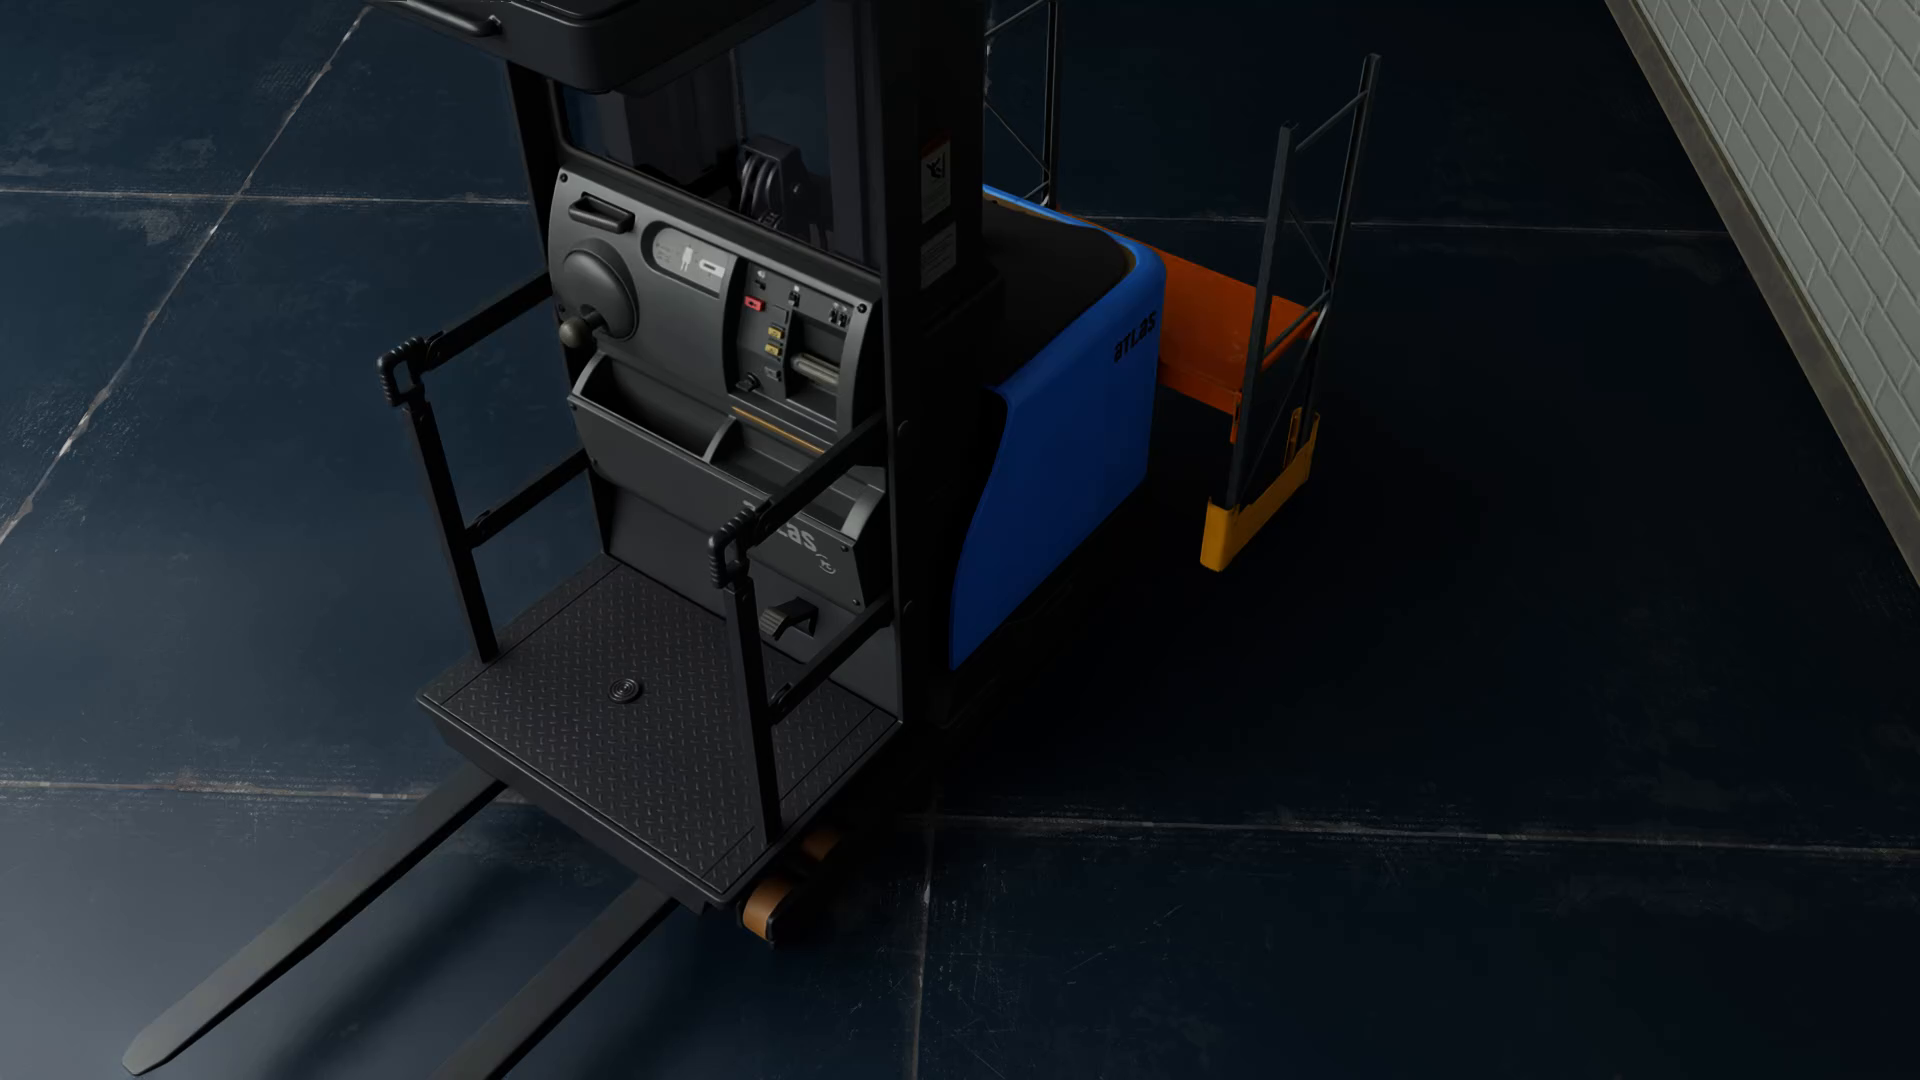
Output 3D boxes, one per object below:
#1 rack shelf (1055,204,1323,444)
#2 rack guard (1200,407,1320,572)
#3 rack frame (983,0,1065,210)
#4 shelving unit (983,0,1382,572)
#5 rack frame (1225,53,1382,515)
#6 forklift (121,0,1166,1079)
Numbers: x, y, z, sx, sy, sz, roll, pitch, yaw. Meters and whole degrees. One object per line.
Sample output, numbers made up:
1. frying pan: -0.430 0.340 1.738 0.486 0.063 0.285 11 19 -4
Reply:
1. rack shelf: 0.558 -0.692 5.156 1.000 0.185 0.538 27 49 26
2. rack guard: 0.948 -0.165 5.243 0.087 0.250 0.587 27 49 26
3. rack frame: 0.153 -1.032 5.258 0.032 1.500 0.500 27 49 26
4. shelving unit: 0.551 -0.827 5.037 1.083 1.500 0.587 27 49 26
5. rack frame: 0.963 -0.614 4.809 0.032 1.500 0.500 27 49 26
6. forklift: -0.697 -0.451 3.584 1.130 2.935 3.031 27 49 26
